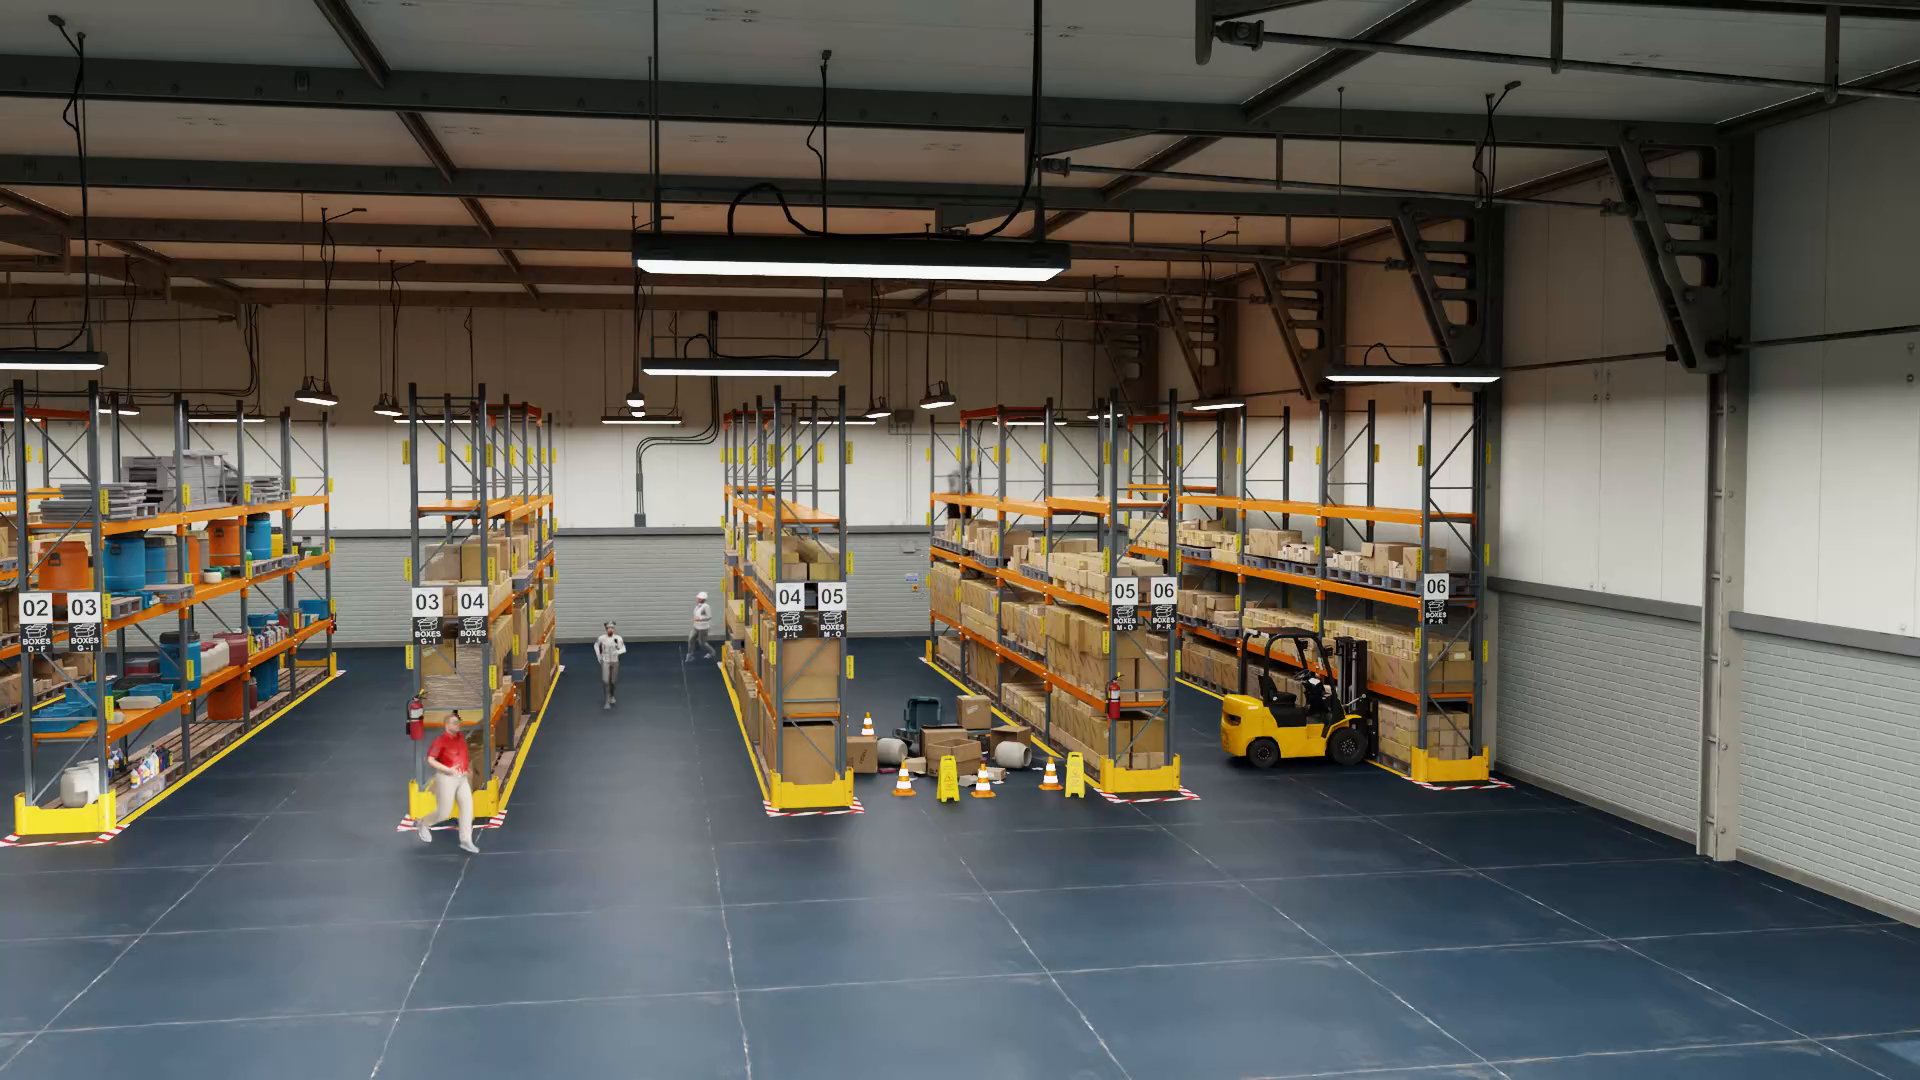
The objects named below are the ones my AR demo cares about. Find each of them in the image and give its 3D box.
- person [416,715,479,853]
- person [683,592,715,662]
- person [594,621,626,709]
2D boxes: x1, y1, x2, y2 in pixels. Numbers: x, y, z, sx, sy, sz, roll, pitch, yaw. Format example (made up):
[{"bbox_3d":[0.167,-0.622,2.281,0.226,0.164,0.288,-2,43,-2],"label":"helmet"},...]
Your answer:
[{"bbox_3d":[-6.464,3.079,21.133,0.972,1.725,0.691,2,3,28],"label":"person"},{"bbox_3d":[-6.220,2.129,40.352,0.811,1.773,0.781,-2,4,-38],"label":"person"},{"bbox_3d":[-6.976,2.478,33.180,0.616,1.744,0.686,-1,3,-14],"label":"person"}]
